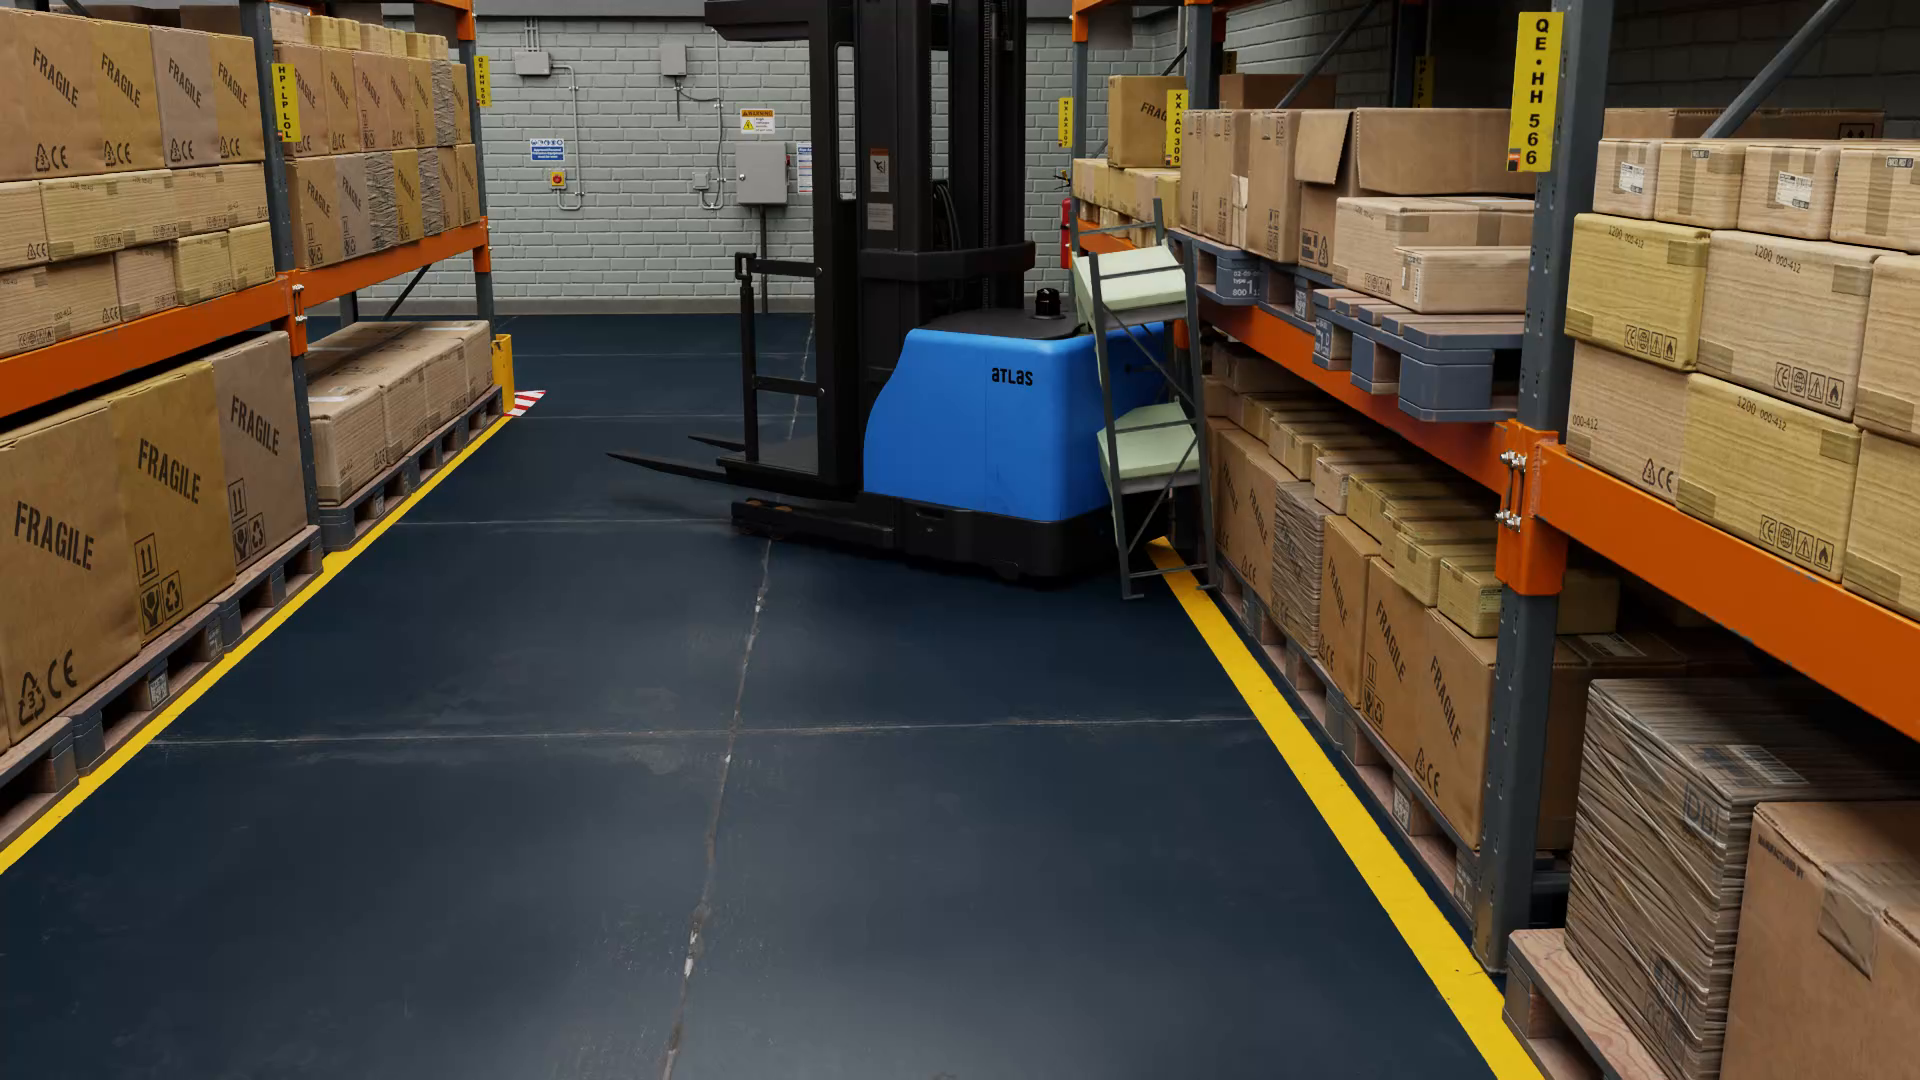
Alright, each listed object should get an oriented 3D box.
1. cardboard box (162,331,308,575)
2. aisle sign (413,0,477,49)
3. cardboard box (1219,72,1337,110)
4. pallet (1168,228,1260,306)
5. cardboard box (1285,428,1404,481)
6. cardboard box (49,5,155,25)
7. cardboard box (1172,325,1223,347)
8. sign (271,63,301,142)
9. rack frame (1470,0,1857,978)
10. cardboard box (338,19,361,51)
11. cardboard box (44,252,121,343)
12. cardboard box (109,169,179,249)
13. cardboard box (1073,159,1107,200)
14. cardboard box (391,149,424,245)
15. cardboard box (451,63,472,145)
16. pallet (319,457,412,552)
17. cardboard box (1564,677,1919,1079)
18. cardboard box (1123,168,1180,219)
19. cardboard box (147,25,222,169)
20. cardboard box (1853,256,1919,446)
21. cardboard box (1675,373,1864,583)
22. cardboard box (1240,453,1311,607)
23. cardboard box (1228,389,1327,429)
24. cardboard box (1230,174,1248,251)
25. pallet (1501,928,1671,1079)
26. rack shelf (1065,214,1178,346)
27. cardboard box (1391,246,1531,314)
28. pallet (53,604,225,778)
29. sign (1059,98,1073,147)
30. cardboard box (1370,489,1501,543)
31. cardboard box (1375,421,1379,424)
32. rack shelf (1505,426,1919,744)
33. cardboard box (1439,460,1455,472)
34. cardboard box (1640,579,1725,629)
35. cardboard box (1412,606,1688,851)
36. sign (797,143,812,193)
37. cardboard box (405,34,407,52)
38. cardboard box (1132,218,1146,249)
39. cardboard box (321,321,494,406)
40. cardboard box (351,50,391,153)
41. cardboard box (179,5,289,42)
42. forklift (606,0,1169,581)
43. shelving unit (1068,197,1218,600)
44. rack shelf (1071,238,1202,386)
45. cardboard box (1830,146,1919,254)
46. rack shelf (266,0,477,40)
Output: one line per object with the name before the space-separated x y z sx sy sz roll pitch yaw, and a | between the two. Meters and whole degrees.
cardboard box | -3.326 -0.370 6.868 0.875 0.875 0.875 0 14 -2
aisle sign | -3.387 -3.626 10.880 0.394 0.787 0.004 -1 14 -3
cardboard box | 1.683 -2.236 8.895 0.500 0.500 0.500 -1 14 -5
pallet | 1.450 -1.133 6.796 1.003 0.211 1.213 -1 14 -3
cardboard box | 1.410 -0.316 6.108 0.380 0.149 0.250 0 14 -1
cardboard box | -3.781 -2.267 7.310 0.380 0.149 0.250 -1 14 -5
cardboard box | 1.219 -1.047 10.251 0.700 0.500 0.500 0 14 -1
sign | -2.903 -1.882 7.157 0.100 0.325 0.005 -1 14 -3
rack frame | 1.758 -0.432 3.685 1.000 3.000 0.127 -1 14 -3
cardboard box | -3.236 -2.534 8.346 0.380 0.149 0.250 -1 14 -5
cardboard box | -3.086 -0.788 5.370 0.500 0.250 0.500 -1 14 -3
cardboard box | -3.098 -1.160 5.812 0.500 0.250 0.500 -1 14 -2
cardboard box | 1.021 -2.376 10.944 0.500 0.250 0.500 -1 14 -3
cardboard box | -3.295 -1.895 9.172 0.500 0.500 0.500 0 14 -2
cardboard box | -3.424 -2.760 10.527 0.500 0.500 0.500 0 14 -2
pallet | -3.413 -0.189 8.337 1.003 0.211 1.213 -1 14 -3
cardboard box | 1.783 0.670 3.325 0.875 0.625 0.625 0 14 -2
cardboard box | 1.171 -1.869 8.977 0.500 0.250 0.500 -1 14 -4
cardboard box | -3.126 -1.646 6.196 0.500 0.500 0.500 -1 14 -2
cardboard box | 1.586 -0.232 2.207 0.500 0.250 0.500 -1 14 -5
cardboard box | 1.567 -0.120 2.773 0.500 0.250 0.500 -1 14 -5
cardboard box | 1.385 -0.039 6.332 0.500 0.500 0.500 -1 14 -5
cardboard box | 1.361 -0.573 7.104 0.380 0.149 0.250 -1 14 -5
cardboard box | 1.213 -1.213 6.150 0.396 0.266 0.258 0 14 -1
pallet | 1.770 1.124 3.234 1.003 0.211 1.213 -1 14 -3
rack shelf | 1.386 -1.576 9.574 1.077 0.370 4.000 -1 14 -3
cardboard box | 1.334 -0.671 4.276 0.380 0.149 0.250 -1 14 -2
pallet | -3.242 0.496 5.674 1.003 0.211 1.213 -1 14 -3
sign | 0.720 -2.832 11.277 0.100 0.325 0.005 -1 14 -3
cardboard box | 1.483 -0.058 5.102 0.380 0.149 0.250 0 14 -2
cardboard box | 1.866 -0.521 6.903 0.380 0.149 0.250 -1 14 -3
rack shelf | 1.882 0.414 1.841 1.077 0.370 4.000 -1 14 -3
cardboard box | 1.929 -0.262 5.896 0.380 0.149 0.250 -1 15 -6
cardboard box | 2.036 0.127 4.386 0.380 0.149 0.250 0 14 -1
cardboard box | 1.517 0.474 4.340 0.500 0.500 0.500 0 14 -2
sign | -1.479 -3.755 16.792 0.329 0.494 0.001 -1 14 -3
cardboard box | -3.410 -2.849 9.572 0.380 0.149 0.250 -1 14 -4
cardboard box | 1.127 -1.638 8.876 0.380 0.149 0.250 -1 14 -4
cardboard box | -3.551 -1.144 10.751 0.875 0.438 0.875 -1 14 -5
cardboard box | -3.277 -2.257 8.572 0.500 0.500 0.500 -1 14 -2
cardboard box | -3.205 -2.278 7.353 0.380 0.149 0.250 -1 14 -4
forklift | -0.500 -1.513 8.024 3.031 2.935 1.130 11 18 35
shelving unit | 0.774 -0.603 7.054 0.431 1.500 0.755 -8 24 1
rack shelf | 0.723 -0.957 6.896 0.431 0.370 0.720 -8 24 1
cardboard box | 1.572 -0.516 2.509 0.380 0.149 0.250 -1 14 -3
rack shelf | -3.568 -2.951 8.899 1.077 0.370 4.000 -1 14 -3
